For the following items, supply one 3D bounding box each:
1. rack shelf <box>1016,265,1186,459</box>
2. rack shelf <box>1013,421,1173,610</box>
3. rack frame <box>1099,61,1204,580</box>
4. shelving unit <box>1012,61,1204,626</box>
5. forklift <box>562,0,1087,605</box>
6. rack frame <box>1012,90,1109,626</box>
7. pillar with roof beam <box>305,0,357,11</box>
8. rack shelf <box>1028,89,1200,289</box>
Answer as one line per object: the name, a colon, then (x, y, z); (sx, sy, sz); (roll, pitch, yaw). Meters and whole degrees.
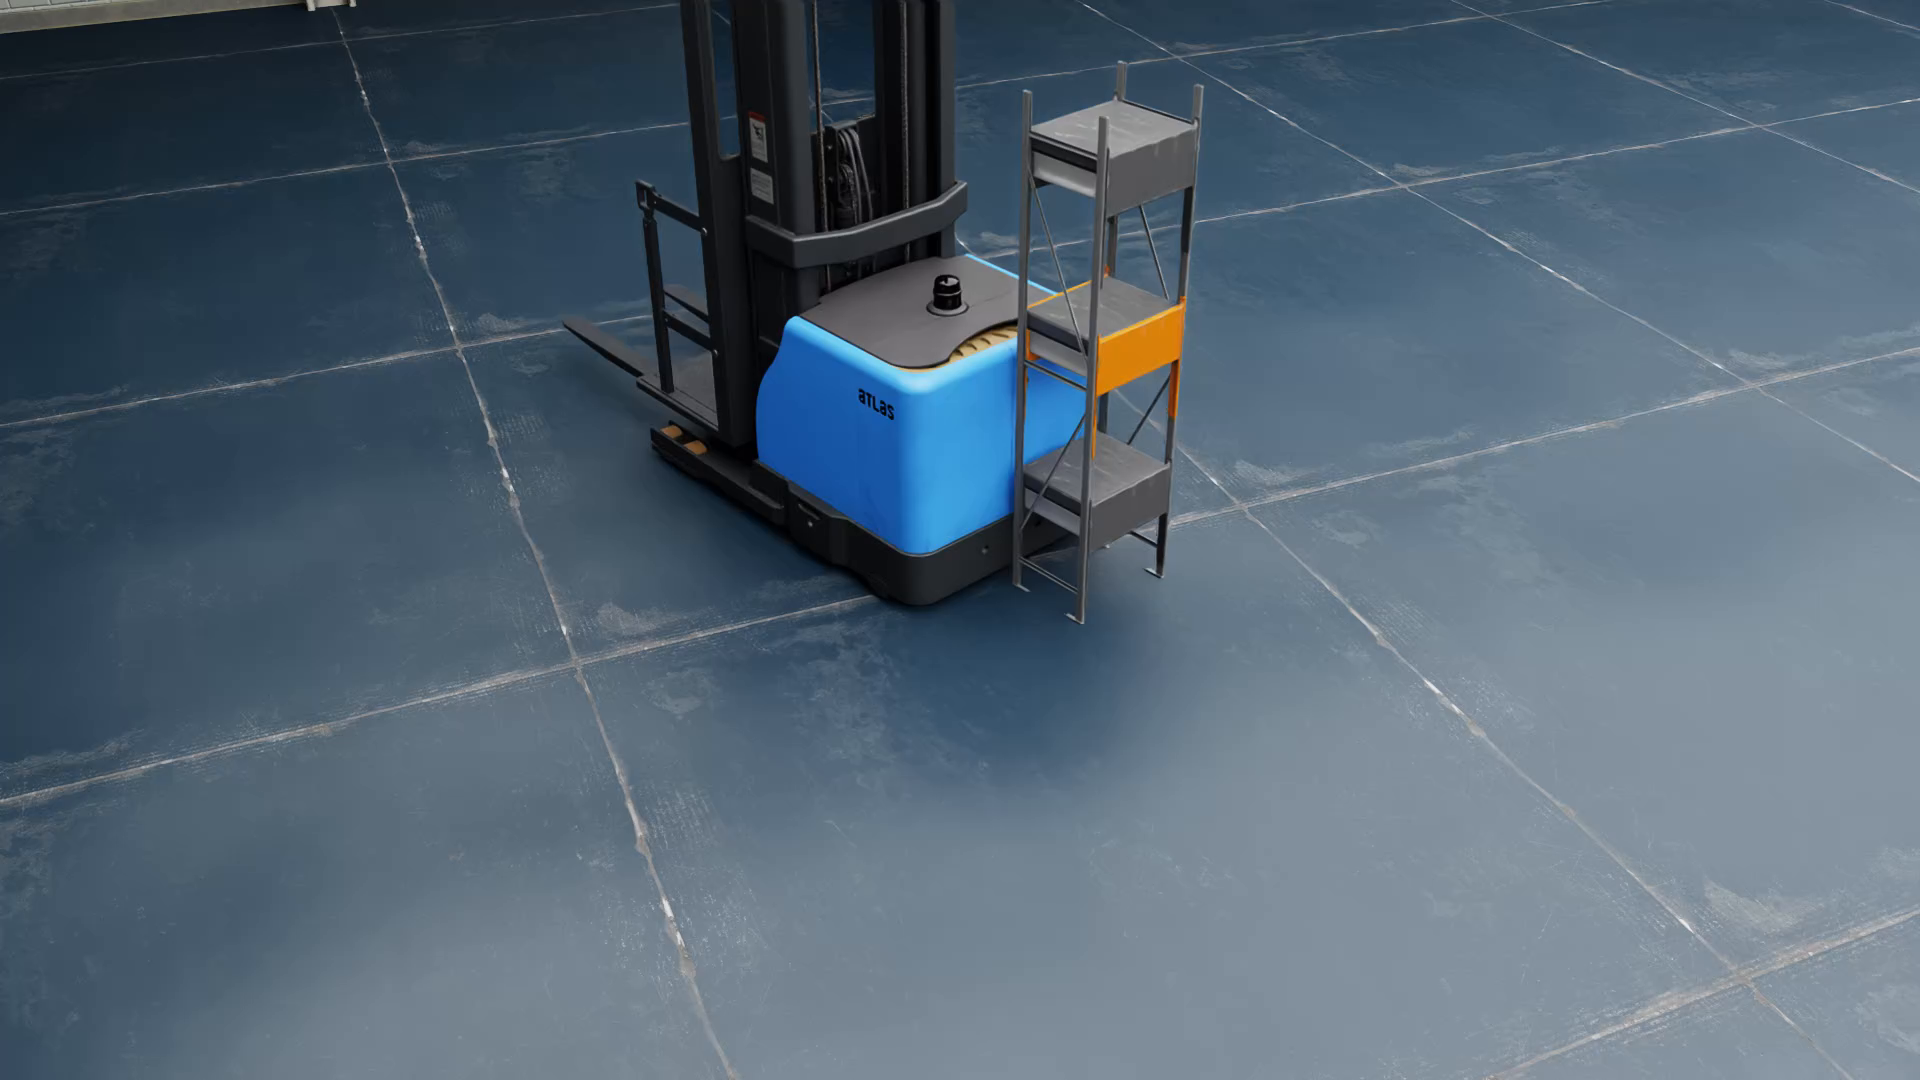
rack shelf: (0.539, -0.694, 6.416); (0.480, 0.518, 0.431); (-27, 42, -35)
rack shelf: (0.539, -0.107, 6.798); (0.480, 0.518, 0.431); (-27, 42, -35)
rack frame: (0.718, -0.796, 6.548); (0.015, 2.100, 0.400); (-27, 42, -35)
shelving unit: (0.539, -0.705, 6.408); (0.503, 2.100, 0.431); (-27, 42, -35)
forklift: (-0.797, -1.685, 7.152); (1.130, 2.935, 3.031); (-26, 41, -34)
rack frame: (0.360, -0.615, 6.269); (0.015, 2.100, 0.400); (-27, 42, -35)
pillar with roof beam: (-3.772, -6.241, 8.590); (0.400, 9.000, 9.100); (-13, 35, -19)
rack shelf: (0.539, -1.280, 6.034); (0.480, 0.518, 0.431); (-27, 42, -35)
